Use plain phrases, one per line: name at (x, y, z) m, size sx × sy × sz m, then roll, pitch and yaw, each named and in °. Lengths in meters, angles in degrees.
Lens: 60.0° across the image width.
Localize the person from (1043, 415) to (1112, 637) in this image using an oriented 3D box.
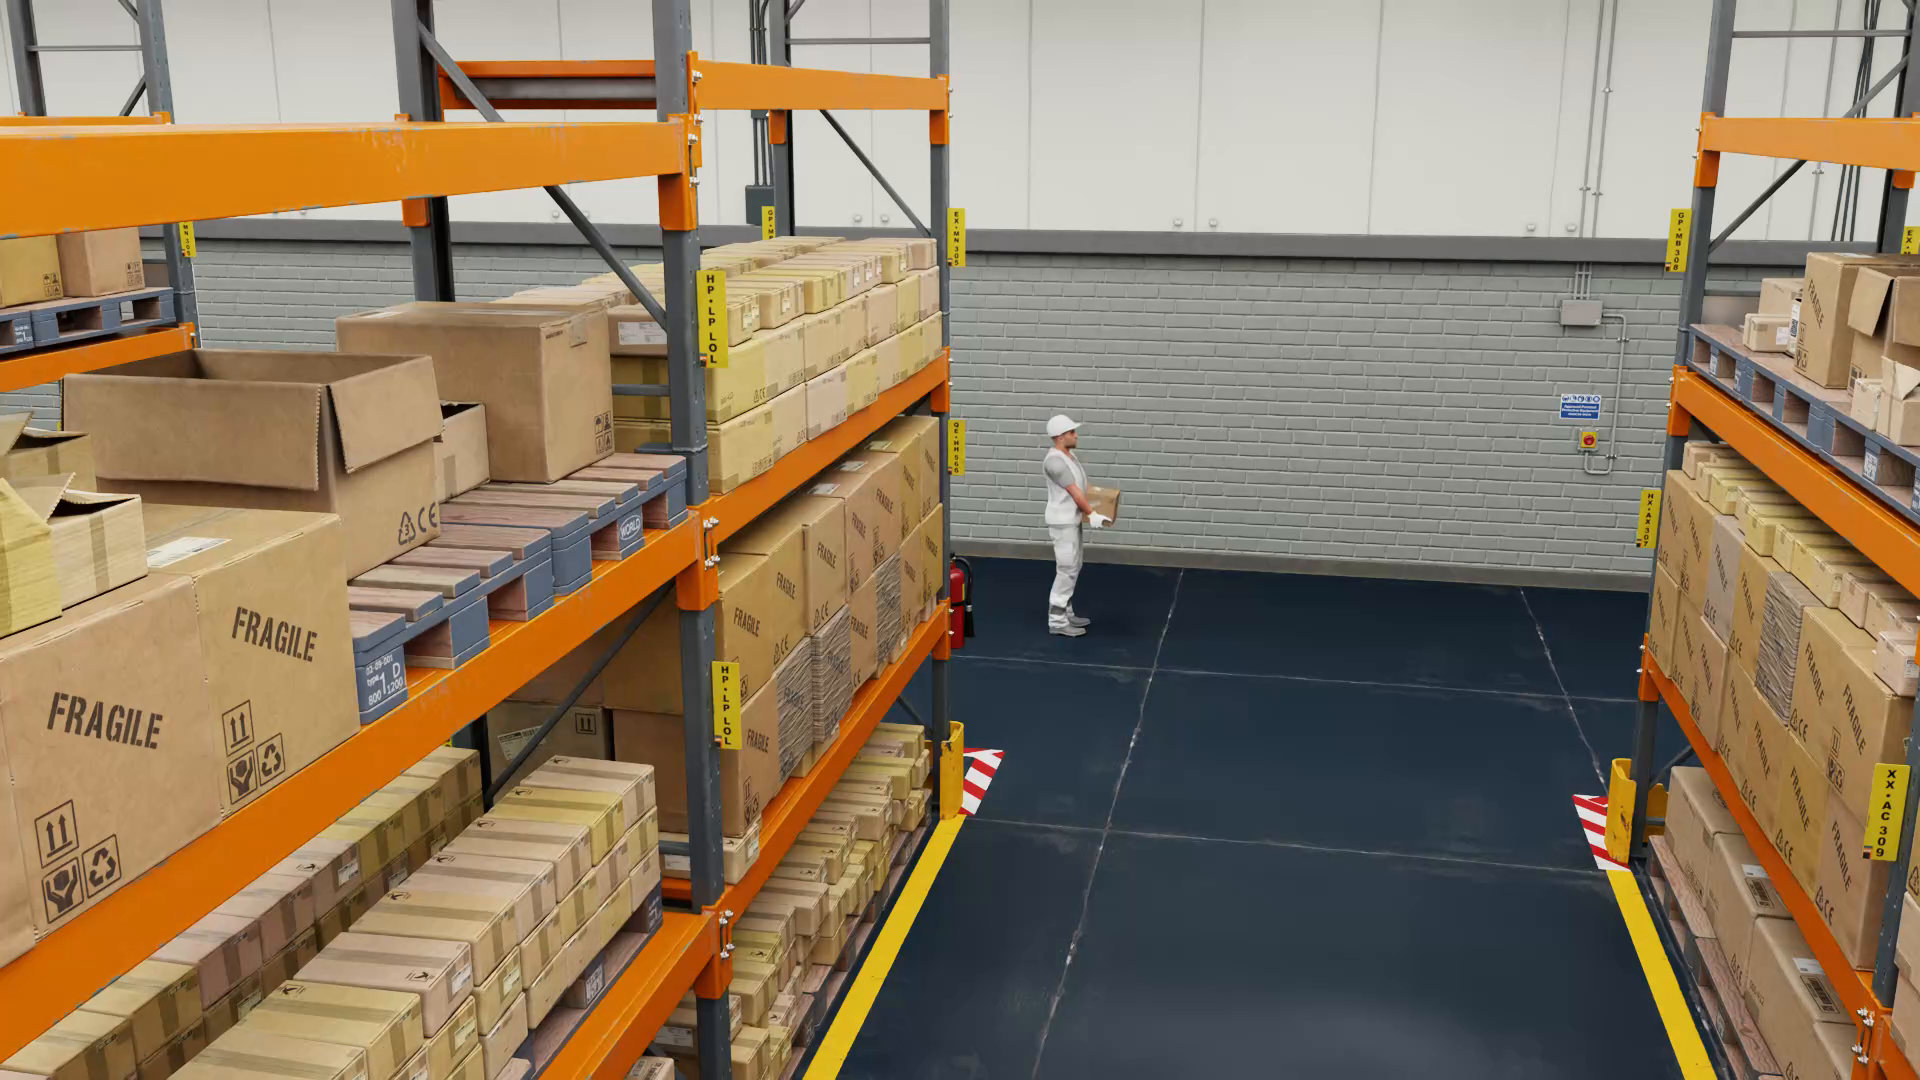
person at (0.965, -0.124, 13.451) m, size 0.568 × 1.783 × 0.494 m, roll 3°, pitch 15°, yaw 12°
